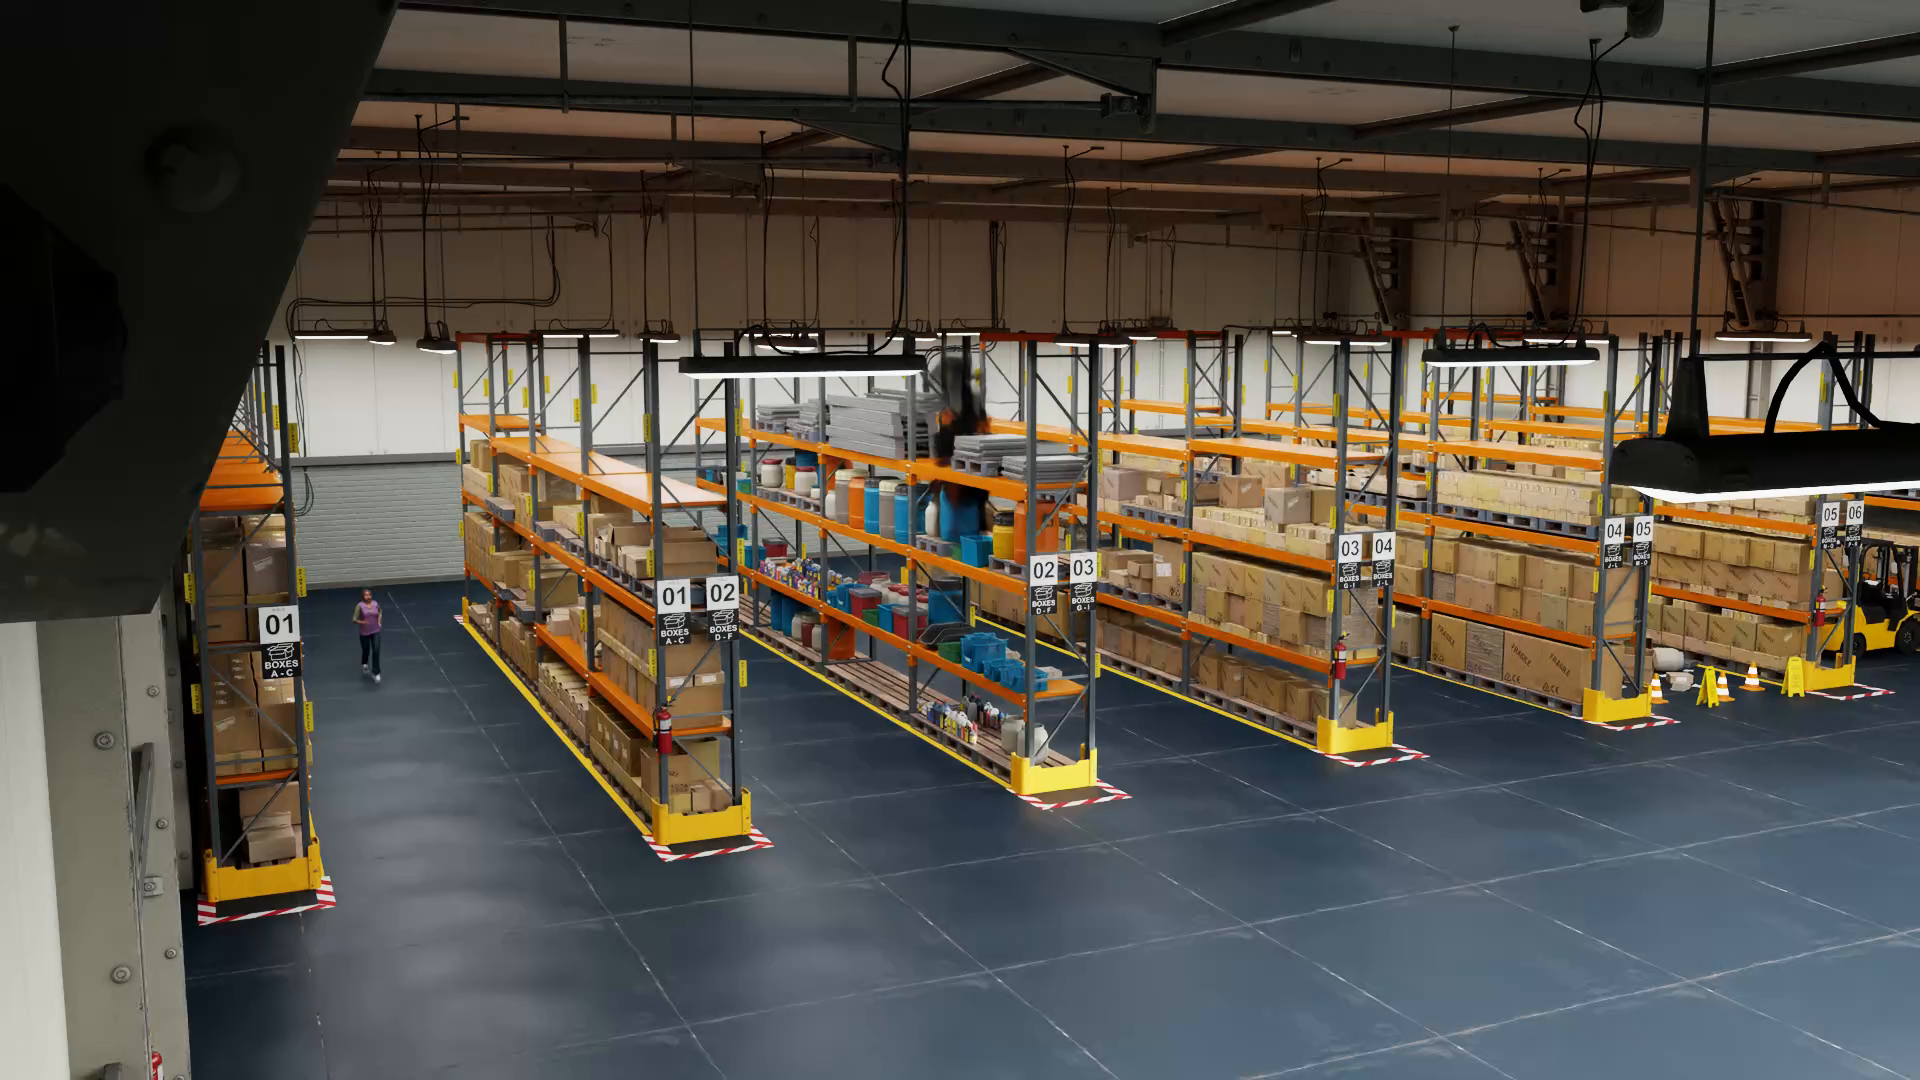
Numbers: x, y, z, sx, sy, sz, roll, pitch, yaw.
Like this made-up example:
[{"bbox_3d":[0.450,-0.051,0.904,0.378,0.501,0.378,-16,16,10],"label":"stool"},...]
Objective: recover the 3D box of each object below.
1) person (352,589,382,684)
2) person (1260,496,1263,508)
[{"bbox_3d":[-10.290,1.684,28.946,0.536,1.513,0.875,-5,9,-31],"label":"person"},{"bbox_3d":[7.821,-0.378,43.814,0.561,1.622,0.560,-5,9,-31],"label":"person"}]
